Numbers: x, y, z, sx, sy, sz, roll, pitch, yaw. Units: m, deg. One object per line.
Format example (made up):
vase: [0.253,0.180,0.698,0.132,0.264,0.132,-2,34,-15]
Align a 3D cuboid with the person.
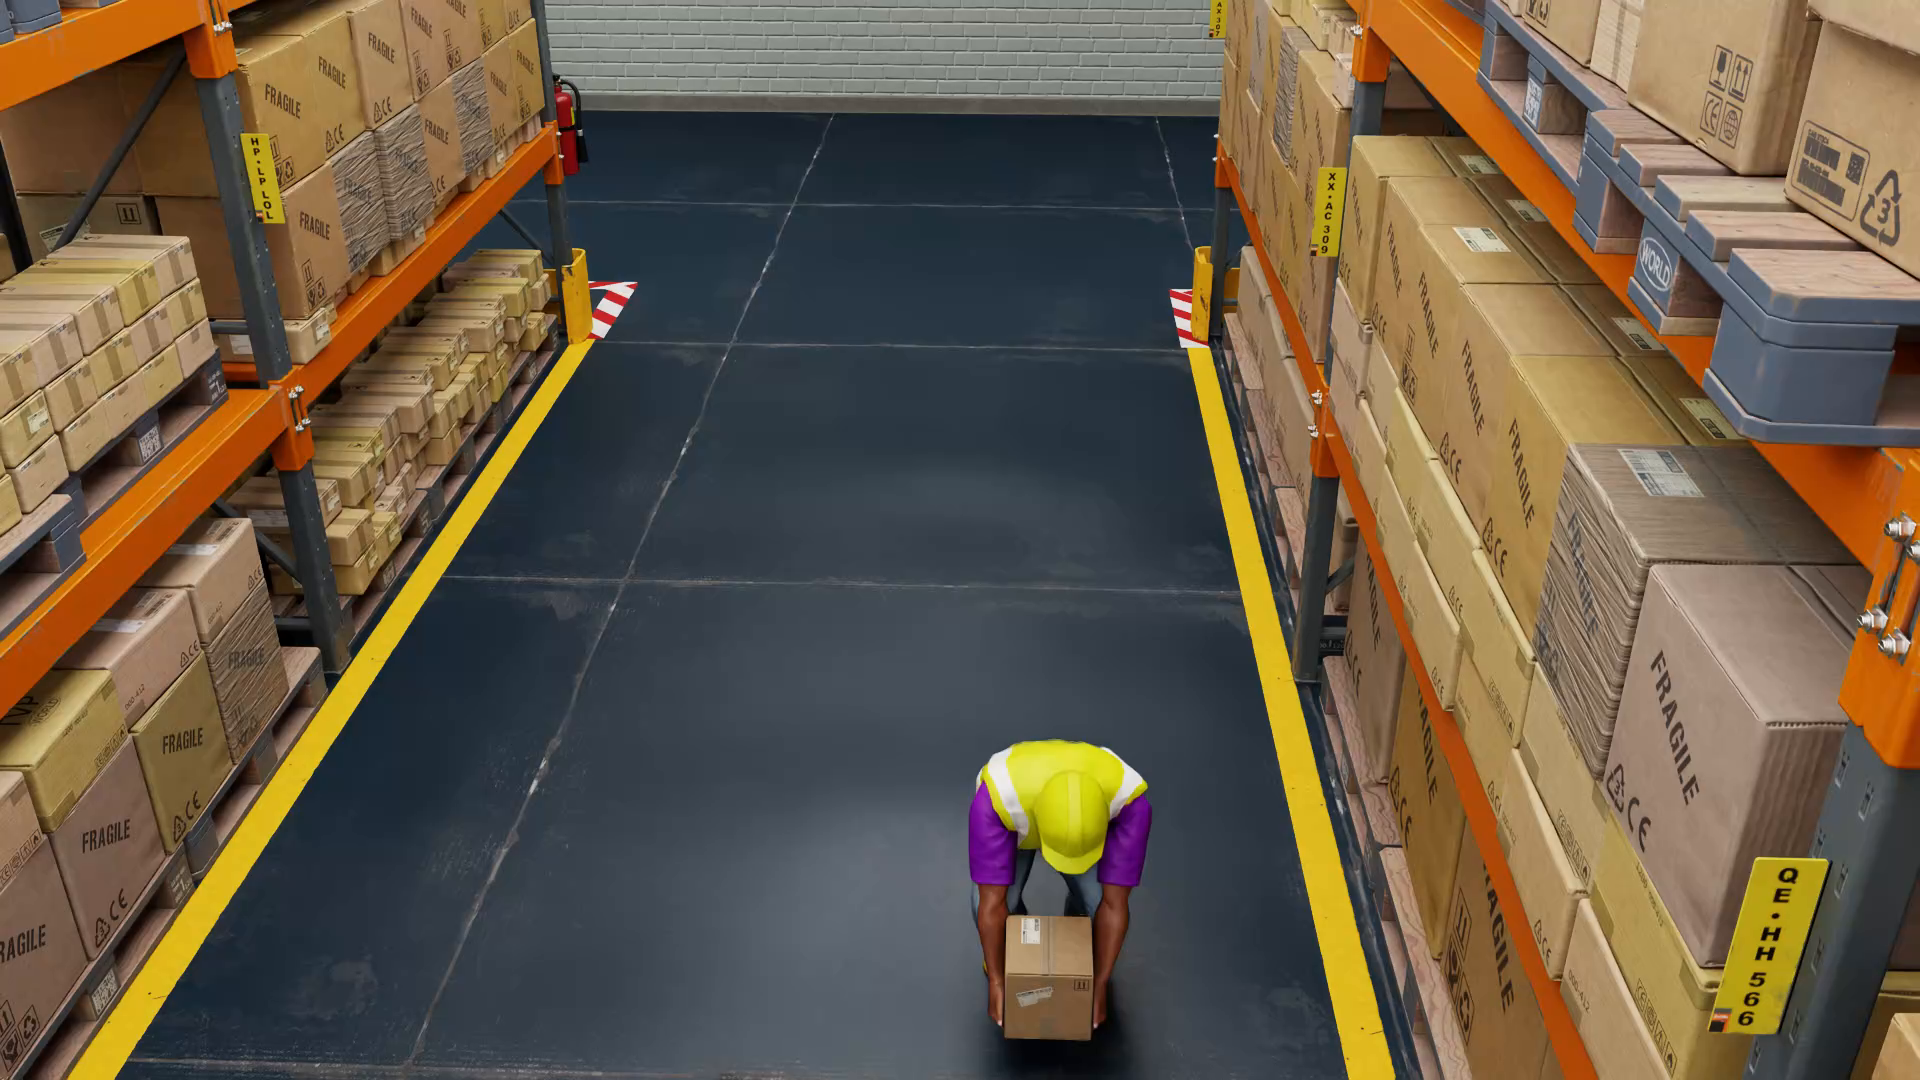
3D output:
person: [0.299,0.968,5.086,0.542,1.004,0.918,0,28,1]
